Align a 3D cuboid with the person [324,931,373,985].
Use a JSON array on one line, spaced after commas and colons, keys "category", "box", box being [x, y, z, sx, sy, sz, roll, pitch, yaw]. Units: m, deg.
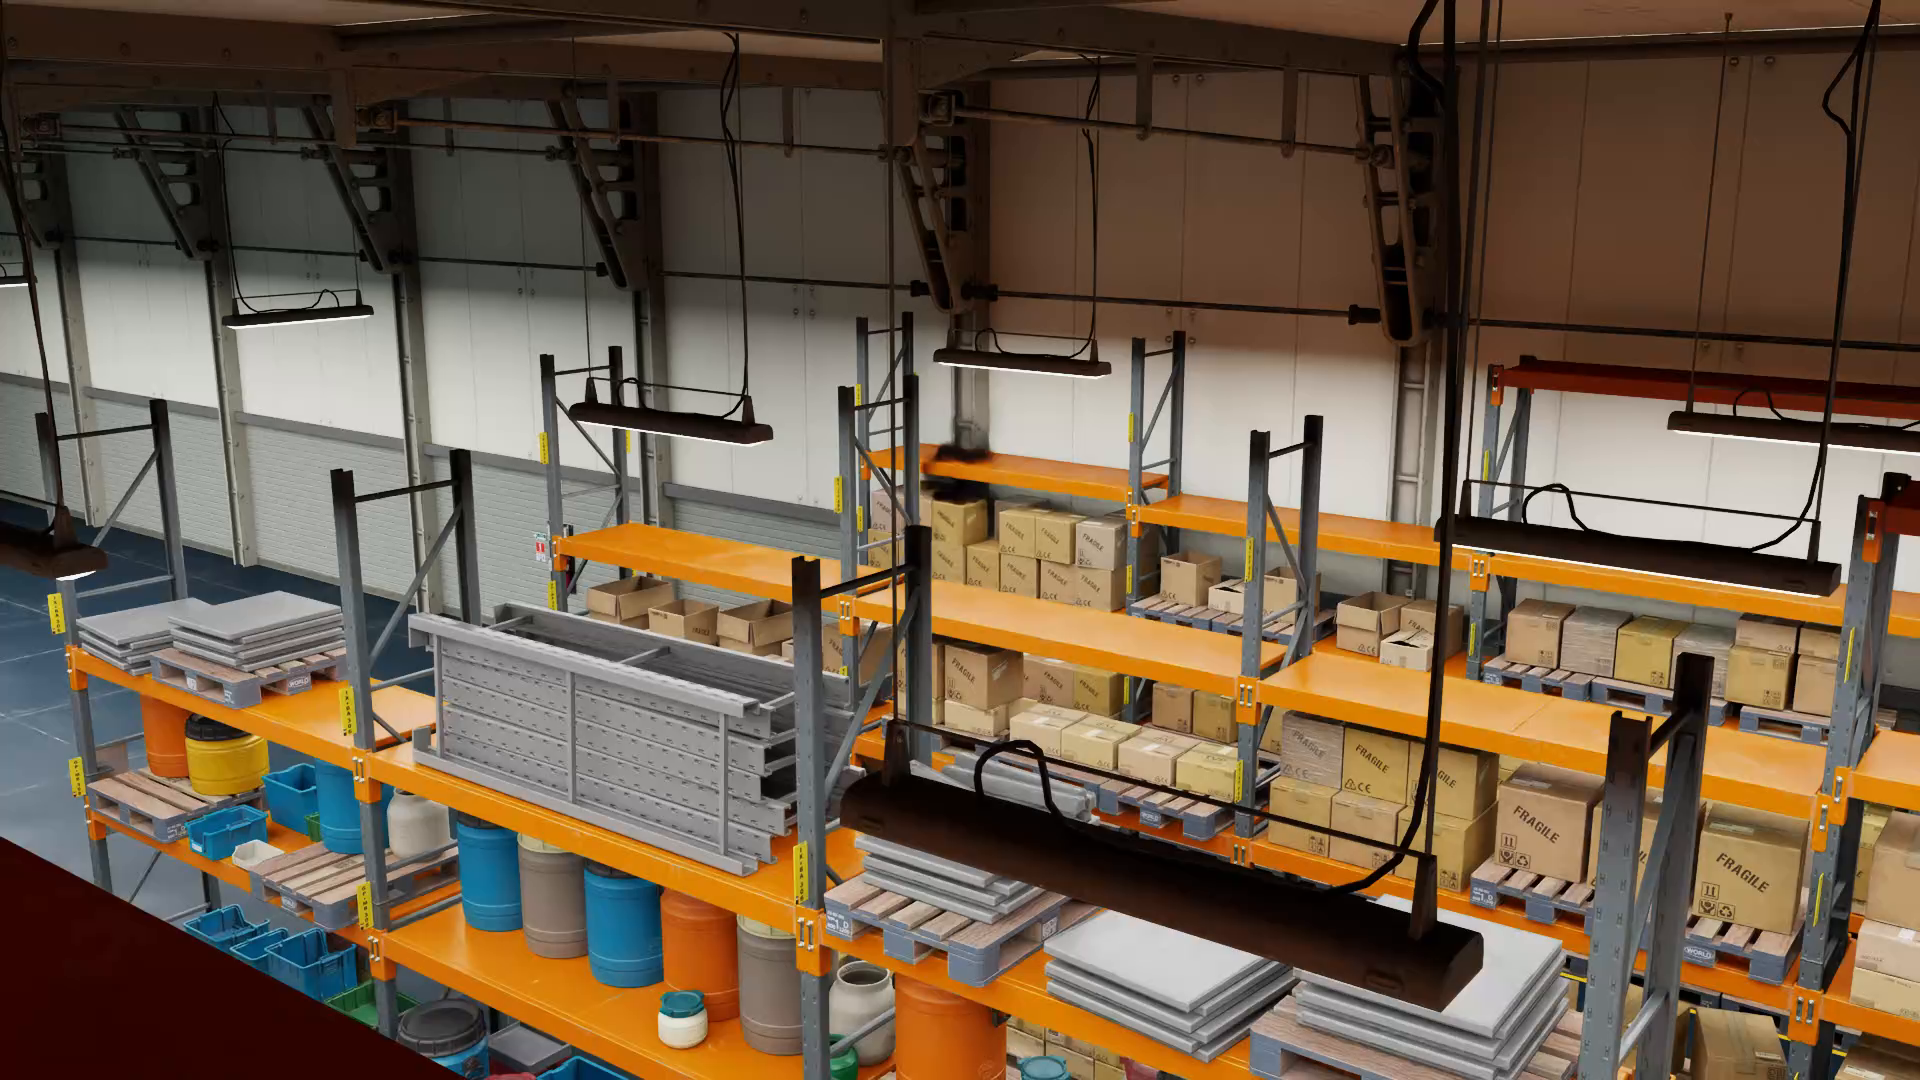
[{"category": "person", "box": [-5.684, 3.689, 15.348, 0.818, 1.825, 0.691, 7, 15, 28]}]
